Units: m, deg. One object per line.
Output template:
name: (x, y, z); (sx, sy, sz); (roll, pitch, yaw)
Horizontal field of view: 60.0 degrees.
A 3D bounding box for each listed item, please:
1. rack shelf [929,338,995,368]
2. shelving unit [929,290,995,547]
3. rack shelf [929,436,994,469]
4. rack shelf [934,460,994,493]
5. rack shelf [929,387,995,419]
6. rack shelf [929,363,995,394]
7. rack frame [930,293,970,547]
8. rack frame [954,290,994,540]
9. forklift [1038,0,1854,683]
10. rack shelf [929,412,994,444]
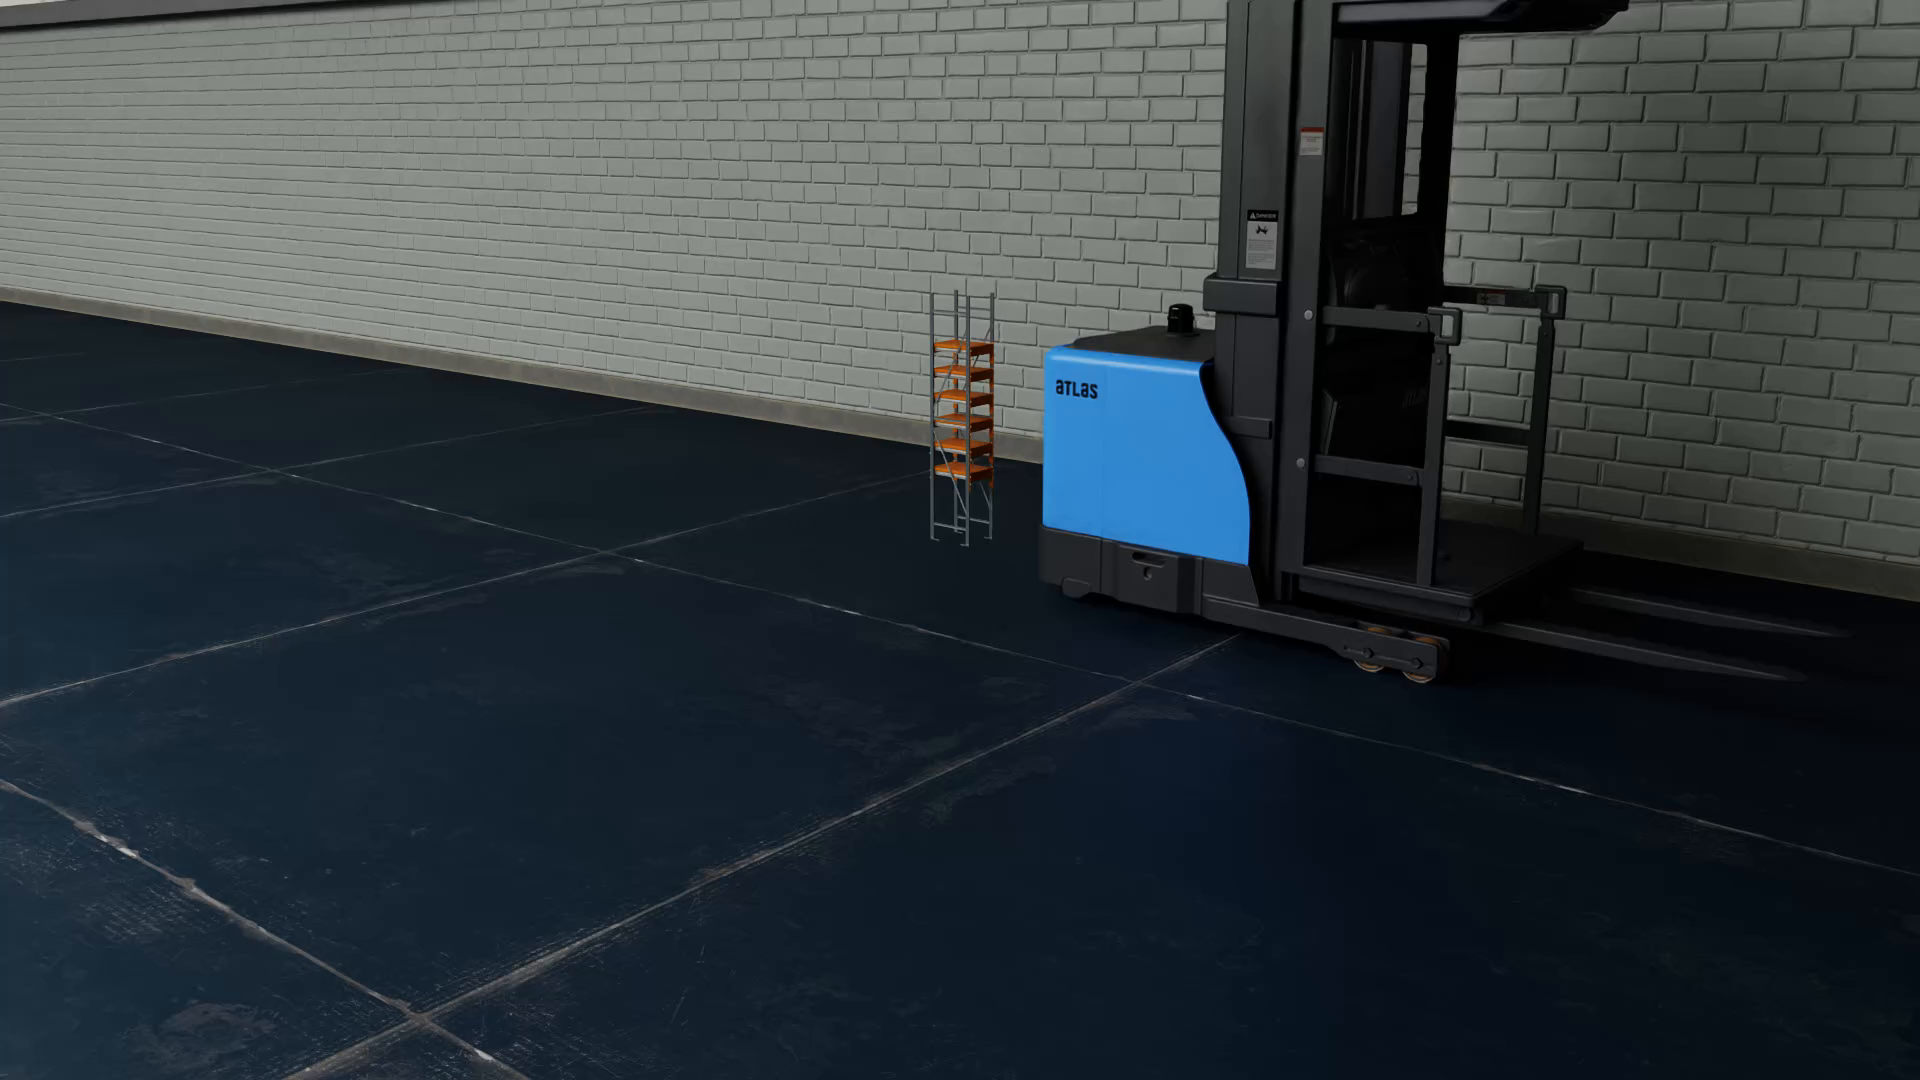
rack shelf: (0.009, -0.890, 7.908); (0.258, 0.103, 0.180); (11, 18, 38)
shelving unit: (0.009, -0.584, 7.986); (0.258, 1.200, 0.189); (11, 18, 38)
rack shelf: (0.009, -0.425, 8.027); (0.258, 0.103, 0.180); (11, 18, 38)
rack shelf: (0.009, -0.309, 8.056); (0.258, 0.103, 0.180); (11, 18, 38)
rack shelf: (0.009, -0.658, 7.968); (0.258, 0.103, 0.180); (11, 18, 38)
rack shelf: (0.009, -0.774, 7.938); (0.258, 0.103, 0.180); (11, 18, 38)
rack frame: (-0.048, -0.567, 7.917); (0.240, 1.200, 0.006); (11, 18, 38)
rack frame: (0.067, -0.602, 8.055); (0.240, 1.200, 0.006); (11, 18, 38)
forklift: (1.795, -1.045, 6.284); (3.031, 2.935, 1.130); (12, 18, 38)
rack shelf: (0.009, -0.541, 7.997); (0.258, 0.103, 0.180); (11, 18, 38)
